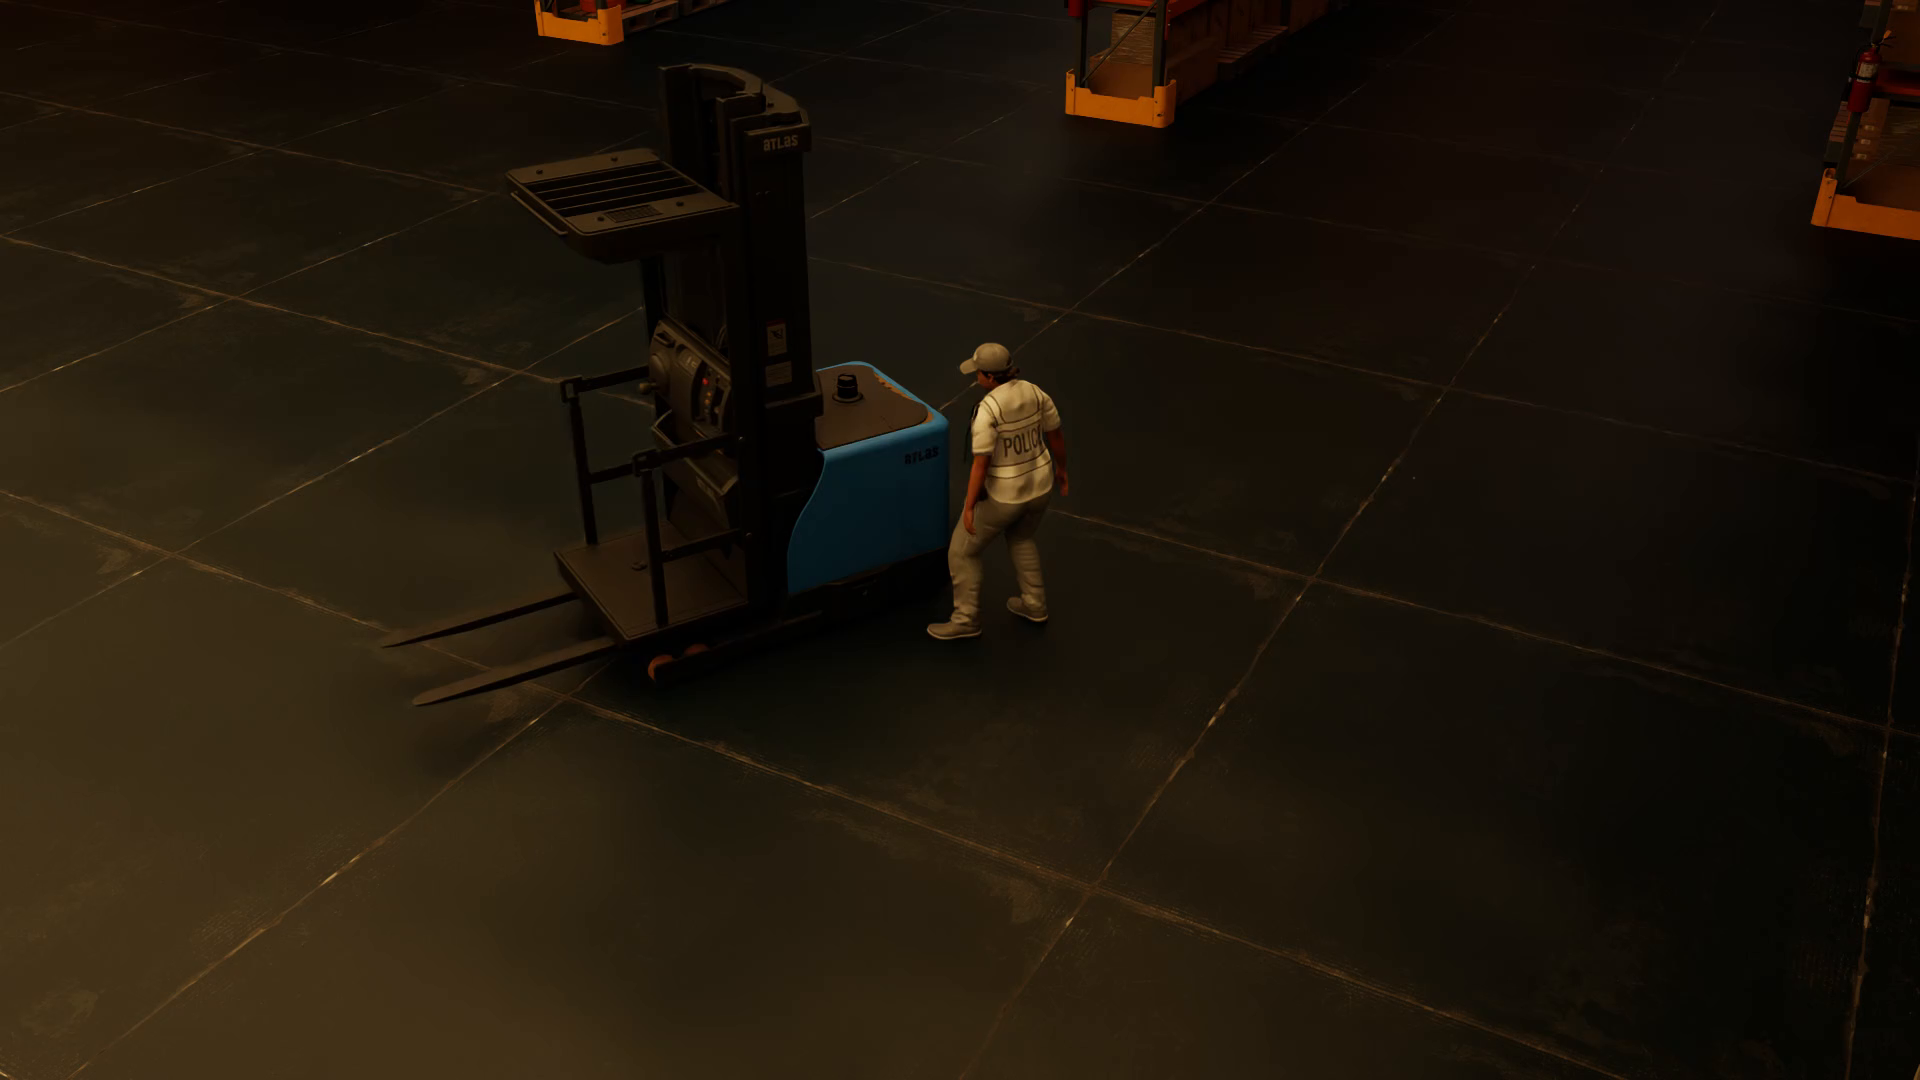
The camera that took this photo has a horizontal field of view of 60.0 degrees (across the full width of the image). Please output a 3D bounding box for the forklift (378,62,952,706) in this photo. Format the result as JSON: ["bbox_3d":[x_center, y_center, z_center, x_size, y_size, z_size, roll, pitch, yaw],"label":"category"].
[{"bbox_3d":[-1.565,-0.806,8.468,3.031,2.935,1.130,-17,34,-27],"label":"forklift"}]

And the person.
[{"bbox_3d":[0.206,-0.265,8.844,0.816,1.637,0.470,-24,38,-35],"label":"person"}]
